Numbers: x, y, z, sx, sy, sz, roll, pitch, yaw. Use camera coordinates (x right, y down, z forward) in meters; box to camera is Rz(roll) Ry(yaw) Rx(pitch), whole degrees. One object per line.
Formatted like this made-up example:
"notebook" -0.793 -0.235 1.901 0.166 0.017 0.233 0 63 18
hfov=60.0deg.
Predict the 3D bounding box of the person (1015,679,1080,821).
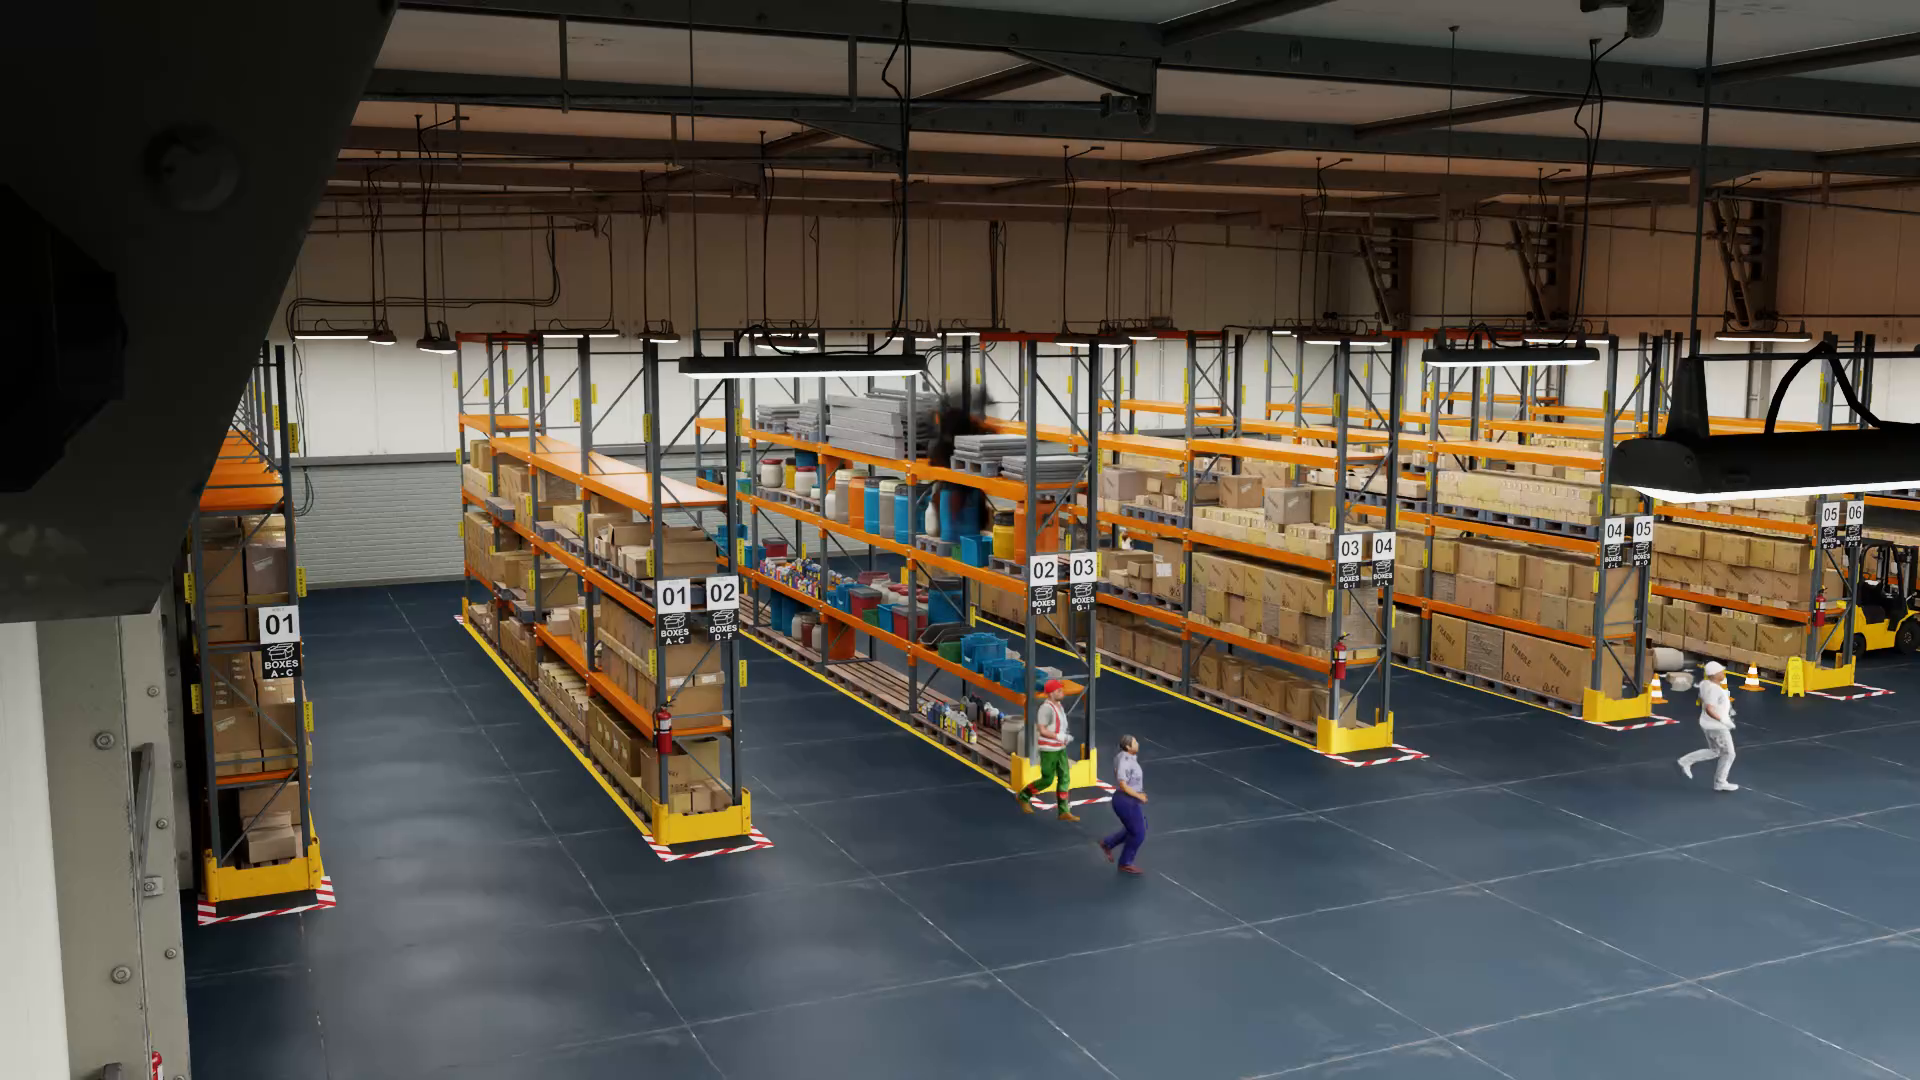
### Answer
"person" 1.139 2.629 20.941 0.859 1.775 0.680 4 9 26

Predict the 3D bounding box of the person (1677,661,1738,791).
"person" 10.048 2.483 22.234 0.766 1.741 0.691 2 8 11

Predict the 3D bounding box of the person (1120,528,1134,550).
"person" 3.632 0.531 37.171 0.607 1.650 0.641 -4 9 -25

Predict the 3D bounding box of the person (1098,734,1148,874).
"person" 1.860 3.005 18.933 0.547 1.606 0.613 0 8 2
